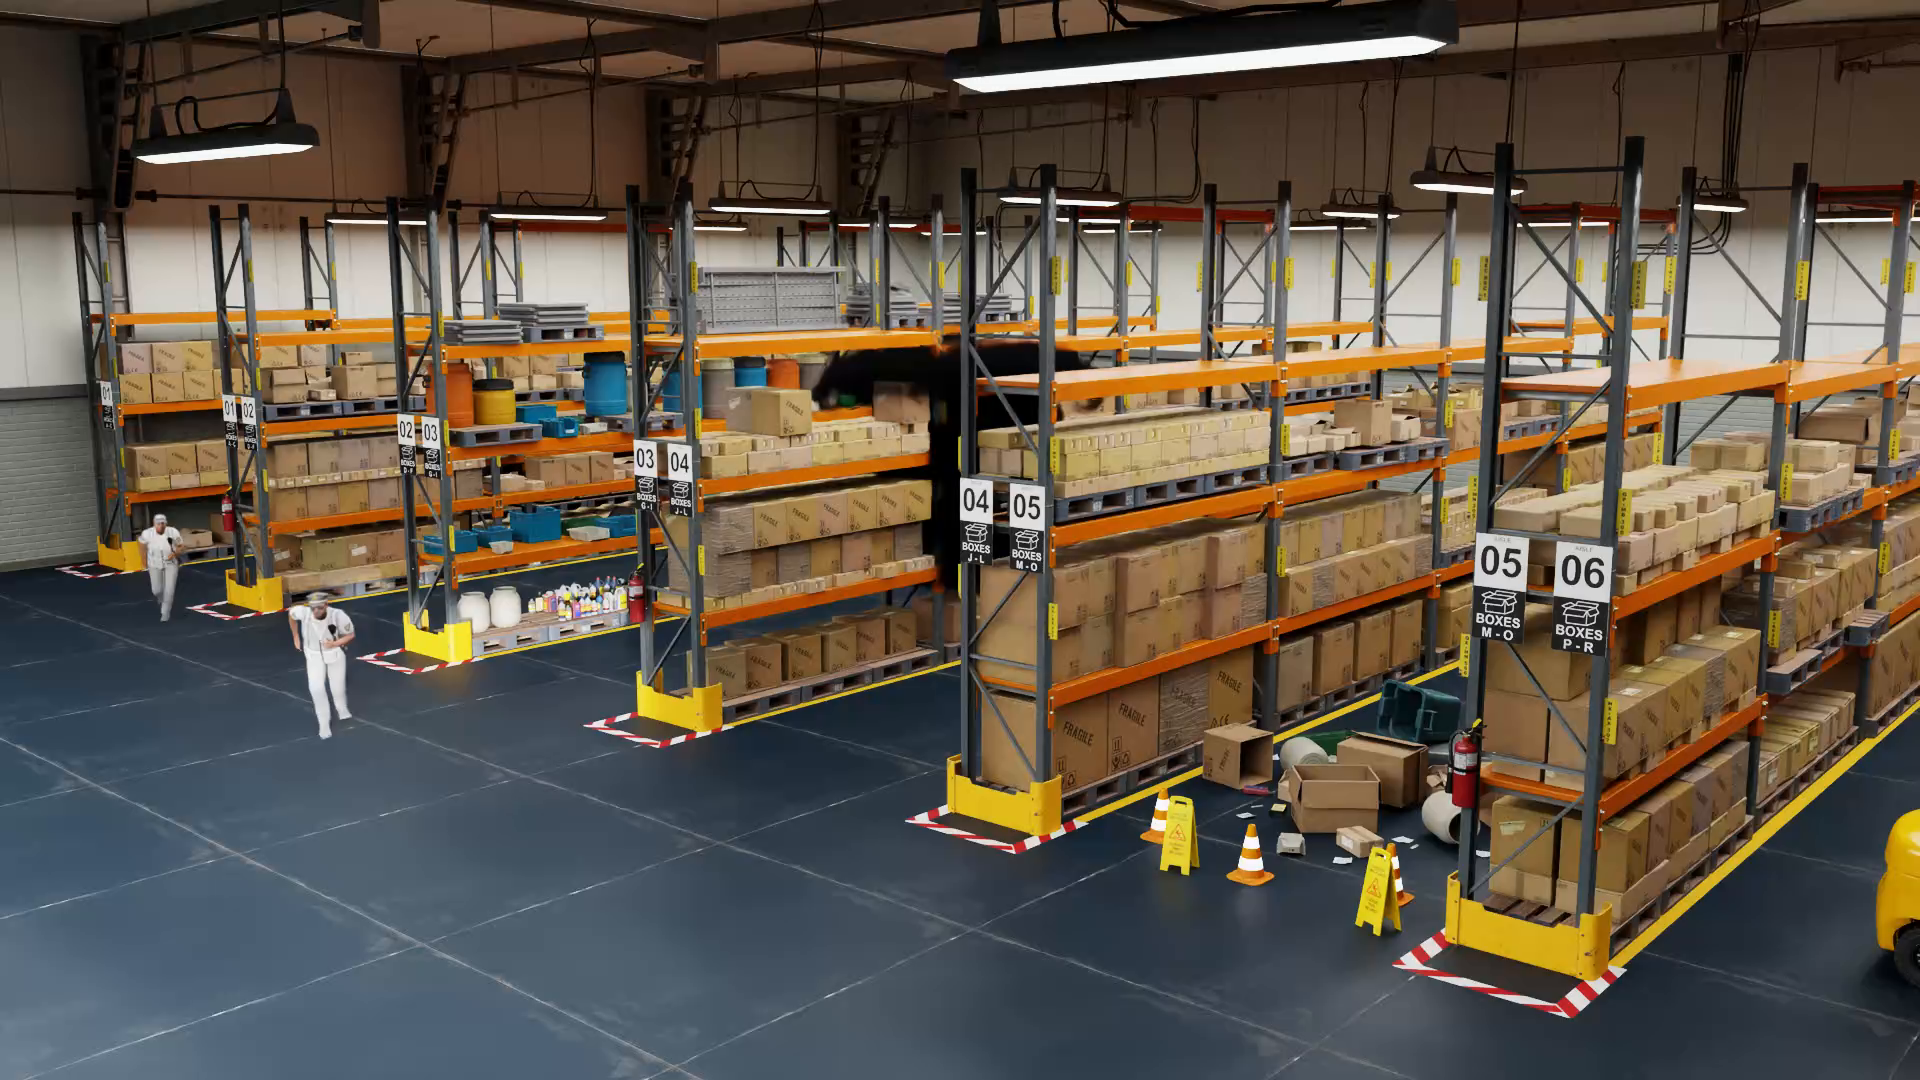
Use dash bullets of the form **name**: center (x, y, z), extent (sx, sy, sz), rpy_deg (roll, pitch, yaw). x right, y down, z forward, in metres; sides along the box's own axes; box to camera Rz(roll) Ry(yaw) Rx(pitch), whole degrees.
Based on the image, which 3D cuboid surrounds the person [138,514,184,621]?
- **person**: center (-11.628, 0.392, 24.249), extent (0.607, 1.598, 0.720), rpy_deg (-5, 10, -25)

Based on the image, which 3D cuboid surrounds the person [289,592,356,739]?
- **person**: center (-7.025, 1.344, 18.415), extent (0.706, 1.683, 0.986), rpy_deg (-2, 10, -11)
